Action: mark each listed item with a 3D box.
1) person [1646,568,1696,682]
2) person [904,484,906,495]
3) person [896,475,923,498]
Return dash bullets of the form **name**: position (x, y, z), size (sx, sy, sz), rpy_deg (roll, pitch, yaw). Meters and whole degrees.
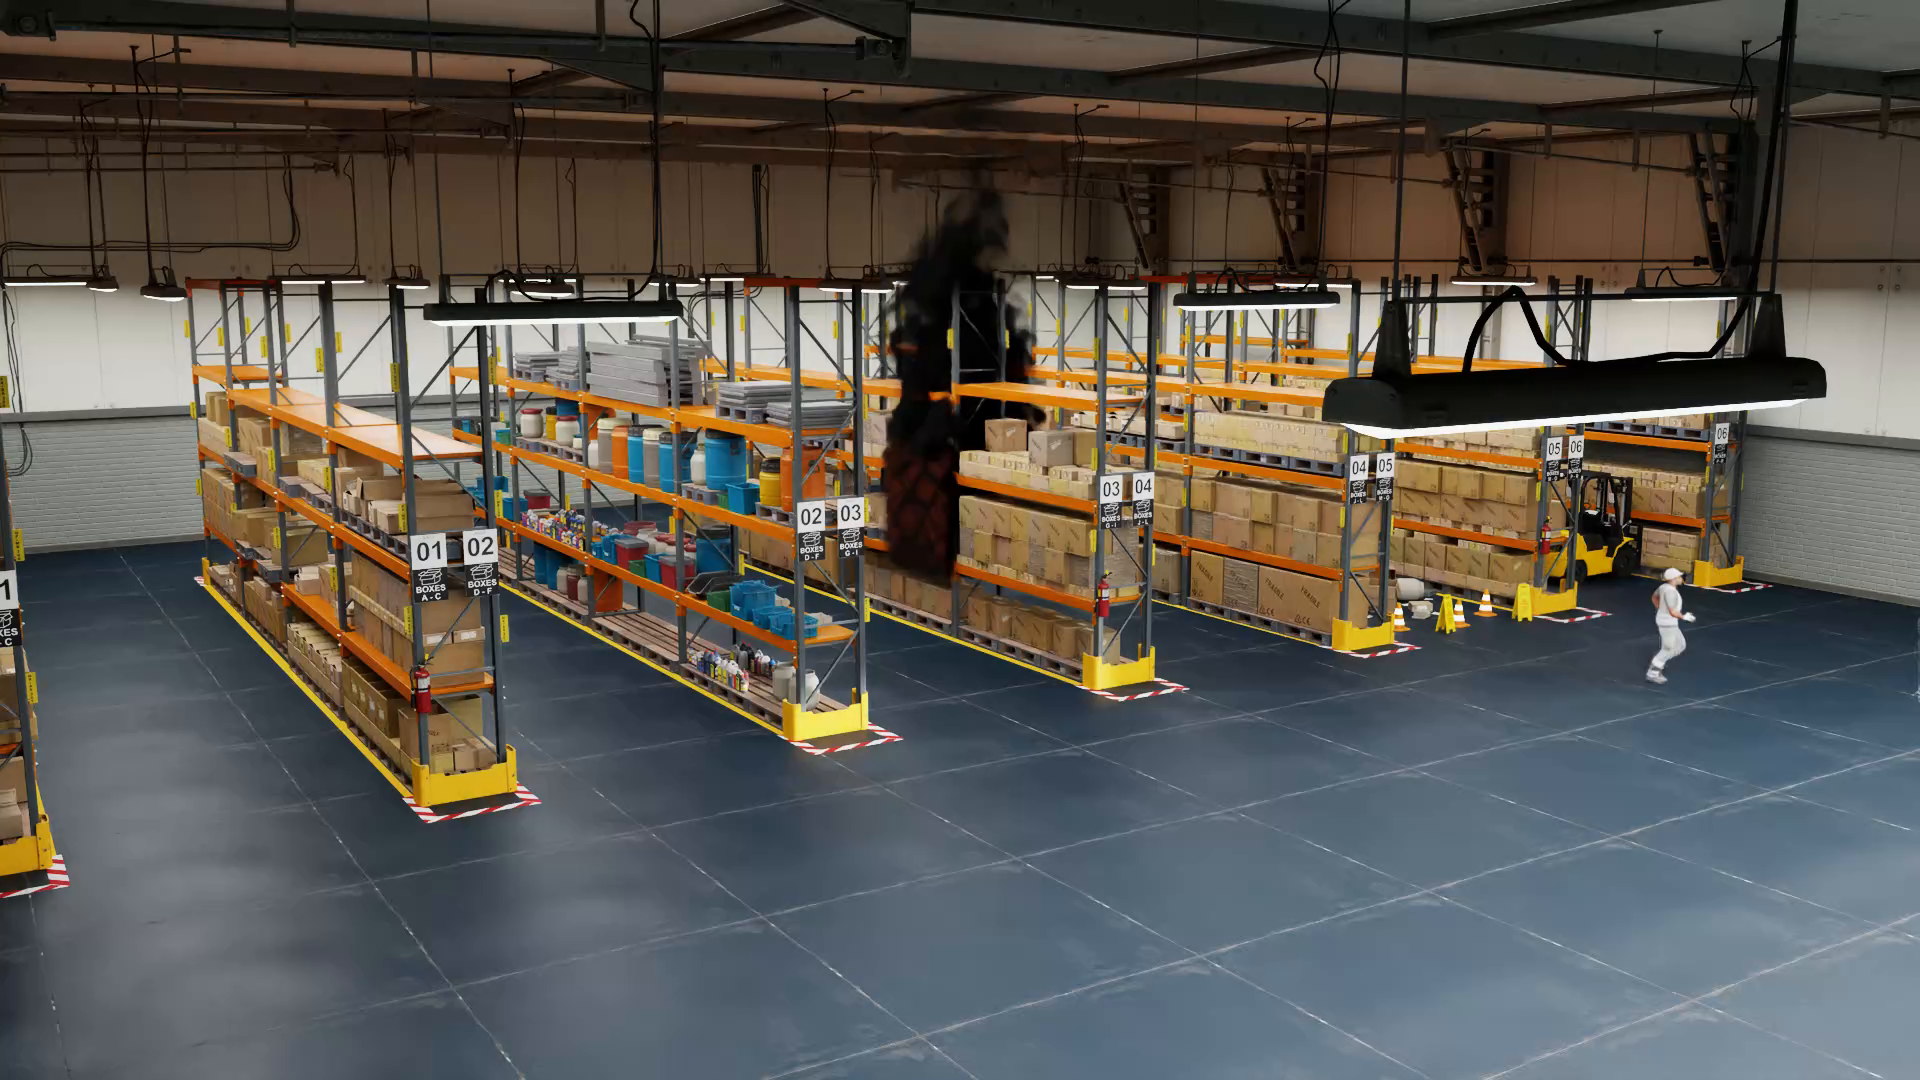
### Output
- **person**: position (10.736, 1.279, 25.074), size (0.629, 1.750, 0.688), rpy_deg (3, 10, 17)
- **person**: position (-1.210, -1.501, 42.185), size (0.600, 1.647, 0.582), rpy_deg (7, 12, 36)
- **person**: position (-1.046, -0.623, 36.529), size (0.702, 1.759, 1.110), rpy_deg (-7, 12, -37)
